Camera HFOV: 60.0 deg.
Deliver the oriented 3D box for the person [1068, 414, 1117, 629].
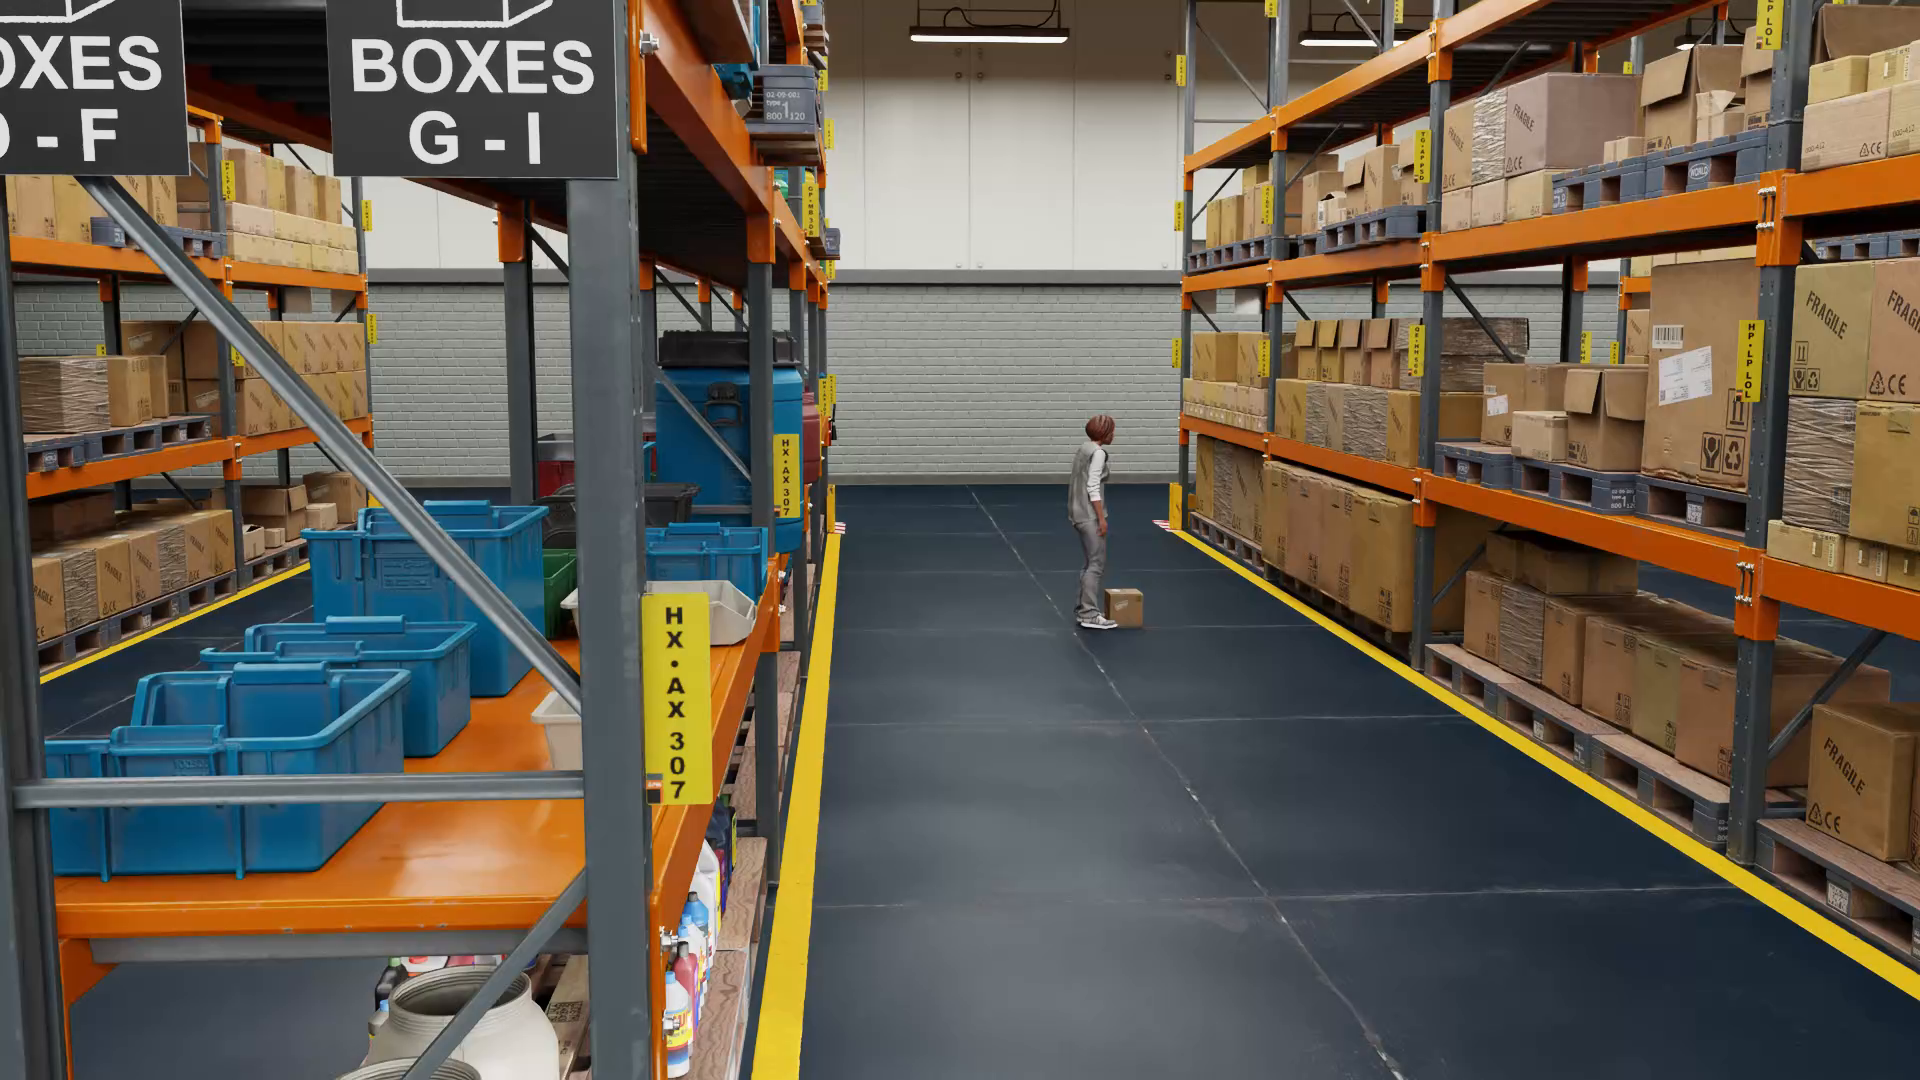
[{"bbox_3d":[0.995,-0.144,12.512,0.345,1.581,0.485,-1,7,-7],"label":"person"}]
